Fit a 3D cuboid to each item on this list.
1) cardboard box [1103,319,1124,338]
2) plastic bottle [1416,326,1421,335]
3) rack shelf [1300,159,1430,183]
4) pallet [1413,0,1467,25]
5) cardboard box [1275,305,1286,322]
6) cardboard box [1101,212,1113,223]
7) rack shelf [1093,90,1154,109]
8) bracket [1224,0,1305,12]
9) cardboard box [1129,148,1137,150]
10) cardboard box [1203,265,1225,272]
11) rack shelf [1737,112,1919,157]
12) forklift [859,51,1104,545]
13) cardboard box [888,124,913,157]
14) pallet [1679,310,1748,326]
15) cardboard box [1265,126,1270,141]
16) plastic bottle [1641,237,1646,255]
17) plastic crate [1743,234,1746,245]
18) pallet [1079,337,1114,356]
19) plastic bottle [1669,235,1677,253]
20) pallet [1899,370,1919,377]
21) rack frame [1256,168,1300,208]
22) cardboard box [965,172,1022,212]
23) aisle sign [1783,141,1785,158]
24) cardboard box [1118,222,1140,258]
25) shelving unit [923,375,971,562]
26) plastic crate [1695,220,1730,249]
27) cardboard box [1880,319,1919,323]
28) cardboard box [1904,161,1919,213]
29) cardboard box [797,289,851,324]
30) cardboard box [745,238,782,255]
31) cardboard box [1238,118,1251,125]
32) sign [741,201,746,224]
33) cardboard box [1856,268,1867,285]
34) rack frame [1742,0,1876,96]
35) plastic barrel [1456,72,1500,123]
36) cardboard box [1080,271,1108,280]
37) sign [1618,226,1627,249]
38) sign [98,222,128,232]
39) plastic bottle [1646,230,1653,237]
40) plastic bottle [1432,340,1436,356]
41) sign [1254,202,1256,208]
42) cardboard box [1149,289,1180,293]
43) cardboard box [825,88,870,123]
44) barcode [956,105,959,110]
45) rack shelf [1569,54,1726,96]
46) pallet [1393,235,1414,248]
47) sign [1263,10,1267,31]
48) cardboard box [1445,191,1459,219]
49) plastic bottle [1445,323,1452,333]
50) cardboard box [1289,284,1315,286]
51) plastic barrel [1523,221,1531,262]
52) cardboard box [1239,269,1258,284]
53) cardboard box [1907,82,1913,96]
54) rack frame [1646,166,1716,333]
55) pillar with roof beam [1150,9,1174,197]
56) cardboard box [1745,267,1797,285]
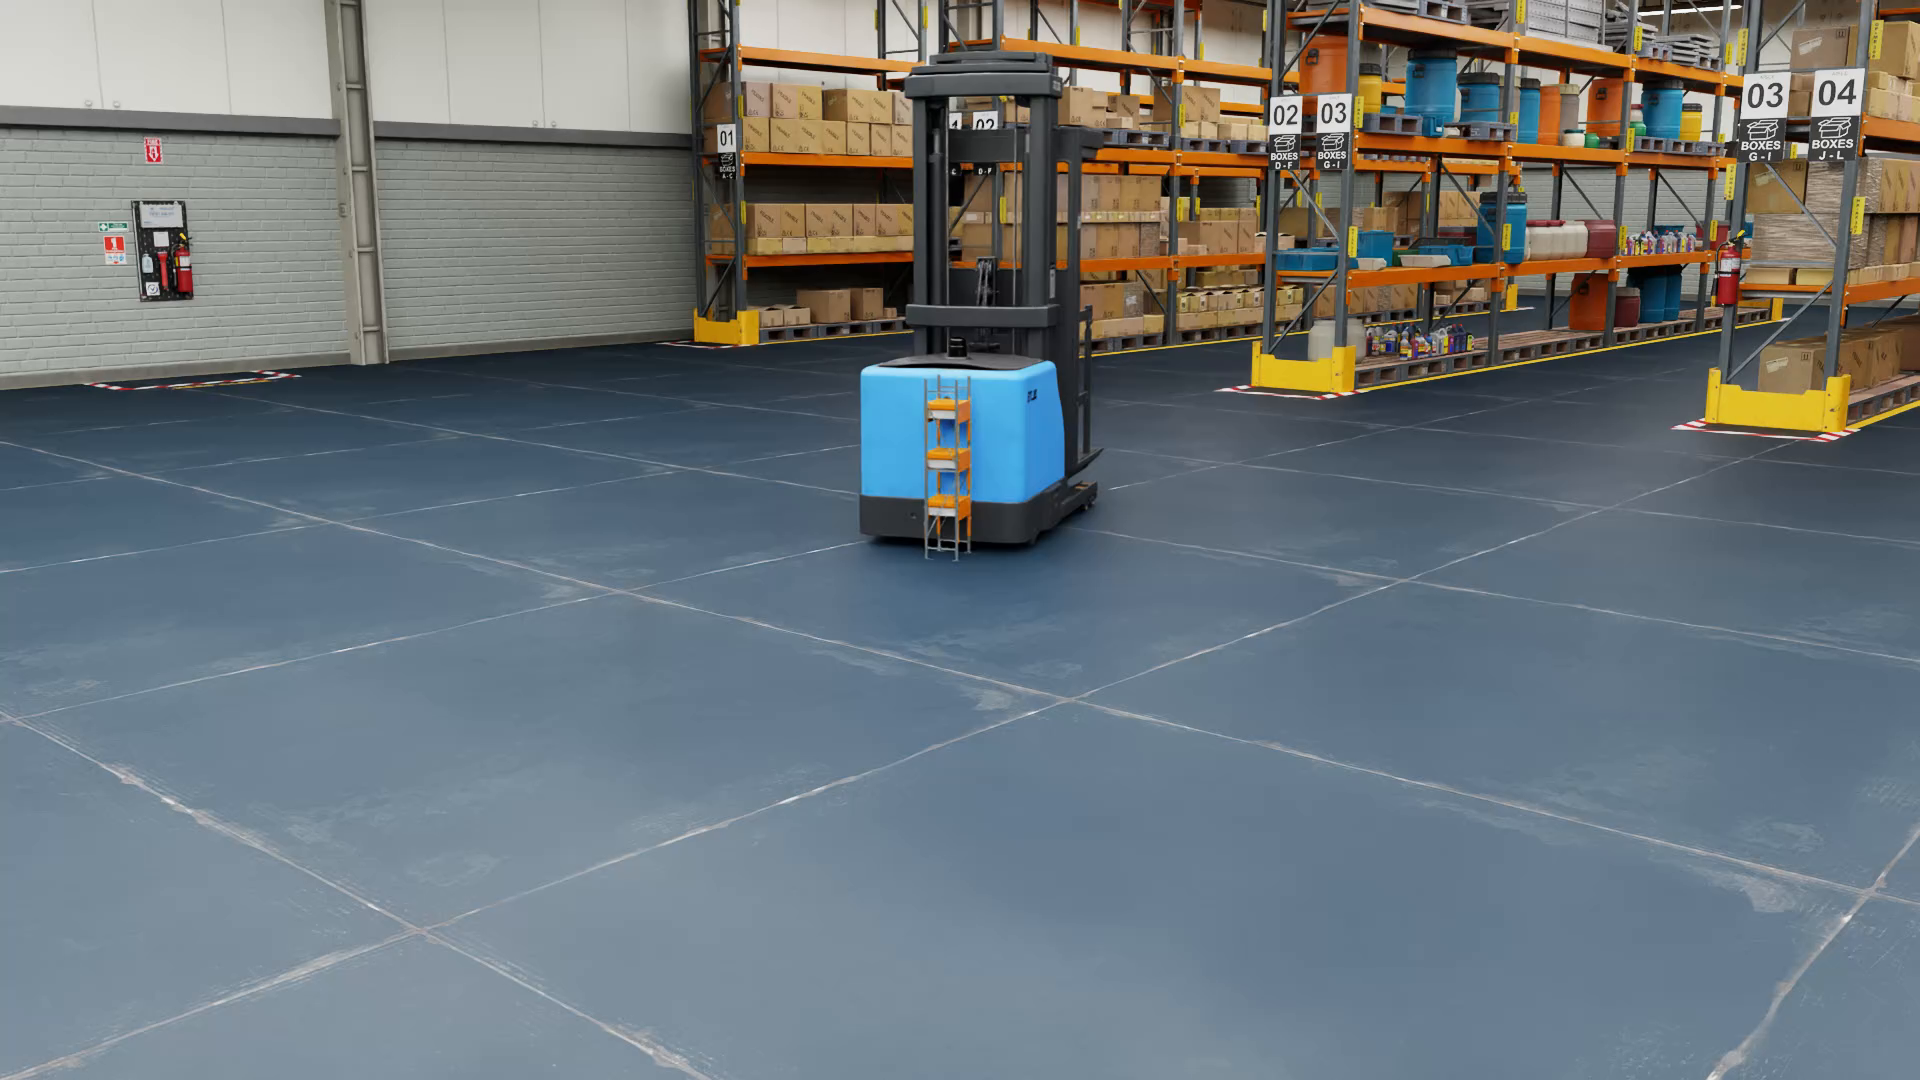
[{"bbox_3d":[1.976,-3.015,23.595,0.500,0.250,0.500,10,15,40],"label":"cardboard box"},{"bbox_3d":[5.953,-2.648,21.654,0.097,0.271,0.097,0,11,0],"label":"plastic bottle"},{"bbox_3d":[6.735,-6.402,28.786,1.077,0.370,4.000,10,15,40],"label":"rack shelf"},{"bbox_3d":[5.164,-6.108,19.322,1.003,0.211,1.213,10,15,40],"label":"pallet"},{"bbox_3d":[4.913,-3.662,26.837,0.500,0.250,0.500,10,15,40],"label":"cardboard box"},{"bbox_3d":[1.916,-4.514,23.243,0.380,0.149,0.250,10,15,42],"label":"cardboard box"},{"bbox_3d":[3.011,-8.317,31.735,1.077,0.370,4.000,10,15,40],"label":"rack shelf"},{"bbox_3d":[6.385,-11.534,35.796,0.076,0.066,4.783,10,15,40],"label":"bracket"},{"bbox_3d":[2.970,-7.683,31.983,0.700,0.500,0.500,10,15,40],"label":"cardboard box"},{"bbox_3d":[5.265,-5.640,34.445,0.380,0.149,0.250,10,15,42],"label":"cardboard box"},{"bbox_3d":[8.893,-3.944,16.478,1.077,0.370,4.000,10,15,40],"label":"rack shelf"},{"bbox_3d":[0.312,-1.654,11.007,1.130,2.935,3.031,3,12,17],"label":"forklift"},{"bbox_3d":[-1.099,-6.465,26.954,0.500,0.500,0.500,10,15,42],"label":"cardboard box"},{"bbox_3d":[13.035,-3.864,29.016,1.003,0.211,1.213,10,15,40],"label":"pallet"},{"bbox_3d":[4.825,-6.440,26.447,0.500,0.250,0.500,10,15,42],"label":"cardboard box"},{"bbox_3d":[10.304,-4.443,25.126,0.097,0.271,0.097,0,11,0],"label":"plastic bottle"},{"bbox_3d":[13.251,-5.138,28.552,0.416,0.233,0.300,10,15,40],"label":"plastic crate"},{"bbox_3d":[1.413,-2.742,23.401,1.003,0.211,1.213,10,15,40],"label":"pallet"},{"bbox_3d":[11.182,-4.649,26.145,0.152,0.276,0.135,10,15,40],"label":"plastic bottle"},{"bbox_3d":[10.726,-1.867,19.022,1.003,0.211,1.213,10,15,40],"label":"pallet"},{"bbox_3d":[6.972,-6.807,36.633,1.000,3.000,0.127,10,15,40],"label":"rack frame"},{"bbox_3d":[0.486,-4.573,21.881,0.700,0.500,0.500,10,15,41],"label":"cardboard box"},{"bbox_3d":[14.681,-6.774,29.829,0.394,0.787,0.004,10,15,40],"label":"aisle sign"},{"bbox_3d":[2.143,-4.306,23.856,0.700,0.500,0.500,10,15,40],"label":"cardboard box"},{"bbox_3d":[-0.071,-0.417,9.616,0.215,1.050,0.252,3,12,17],"label":"shelving unit"},{"bbox_3d":[12.551,-5.097,27.757,0.402,0.464,0.583,10,15,40],"label":"plastic crate"},{"bbox_3d":[10.963,-2.265,19.153,0.700,0.500,0.500,10,15,40],"label":"cardboard box"},{"bbox_3d":[9.130,-3.483,16.425,0.500,0.500,0.500,10,15,40],"label":"cardboard box"},{"bbox_3d":[-2.167,-3.718,26.428,0.700,0.500,0.500,9,14,37],"label":"cardboard box"},{"bbox_3d":[-3.029,-4.420,25.014,0.500,0.250,0.500,9,15,39],"label":"cardboard box"},{"bbox_3d":[5.669,-8.457,34.377,0.500,0.500,0.500,10,15,41],"label":"cardboard box"},{"bbox_3d":[-3.182,-4.807,24.411,0.100,0.325,0.005,10,15,40],"label":"sign"},{"bbox_3d":[8.296,-2.489,15.654,0.380,0.149,0.250,10,15,40],"label":"cardboard box"},{"bbox_3d":[7.573,-5.473,14.640,1.000,3.000,0.127,10,15,40],"label":"rack frame"},{"bbox_3d":[6.665,-5.580,21.553,0.600,0.901,0.708,10,15,40],"label":"plastic barrel"},{"bbox_3d":[2.275,-4.873,31.366,0.750,0.750,0.750,10,15,40],"label":"cardboard box"},{"bbox_3d":[9.551,-4.359,23.960,0.100,0.325,0.005,10,15,40],"label":"sign"},{"bbox_3d":[-9.831,-3.635,19.309,0.001,0.109,0.331,10,15,40],"label":"sign"},{"bbox_3d":[11.271,-4.897,27.199,0.144,0.351,0.185,10,15,40],"label":"plastic bottle"},{"bbox_3d":[5.776,-2.352,20.349,0.097,0.201,0.097,0,11,0],"label":"plastic bottle"},{"bbox_3d":[6.559,-7.343,36.904,0.100,0.325,0.005,10,15,40],"label":"sign"},{"bbox_3d":[3.165,-3.708,25.634,0.500,0.311,0.500,10,15,42],"label":"cardboard box"},{"bbox_3d":[-1.767,-6.792,26.043,0.500,0.500,0.500,9,14,38],"label":"cardboard box"},{"bbox_3d":[-0.029,-5.675,21.827,0.001,0.075,0.075,10,15,40],"label":"barcode"},{"bbox_3d":[10.453,-7.036,25.322,1.077,0.370,4.000,10,15,40],"label":"rack shelf"},{"bbox_3d":[7.446,-5.381,29.983,1.003,0.211,1.213,10,15,40],"label":"pallet"},{"bbox_3d":[5.001,-8.497,27.193,0.100,0.325,0.005,10,15,40],"label":"sign"},{"bbox_3d":[8.918,-6.227,30.920,0.500,0.500,0.500,9,15,39],"label":"cardboard box"},{"bbox_3d":[6.176,-2.564,21.029,0.144,0.351,0.185,10,15,40],"label":"plastic bottle"},{"bbox_3d":[5.856,-4.148,28.579,0.500,0.500,0.500,11,15,43],"label":"cardboard box"},{"bbox_3d":[7.289,-3.940,21.930,0.433,0.535,0.433,0,11,0],"label":"plastic barrel"},{"bbox_3d":[5.923,-5.523,35.517,0.700,0.500,0.500,9,14,39],"label":"cardboard box"},{"bbox_3d":[9.105,-4.405,16.314,0.380,0.149,0.250,9,14,38],"label":"cardboard box"},{"bbox_3d":[11.773,-4.937,27.273,1.000,3.000,0.127,10,15,40],"label":"rack frame"},{"bbox_3d":[7.378,-8.818,31.388,9.100,9.000,0.548,10,15,40],"label":"pillar with roof beam"},{"bbox_3d":[7.606,-2.477,15.596,0.380,0.149,0.250,10,15,40],"label":"cardboard box"}]
